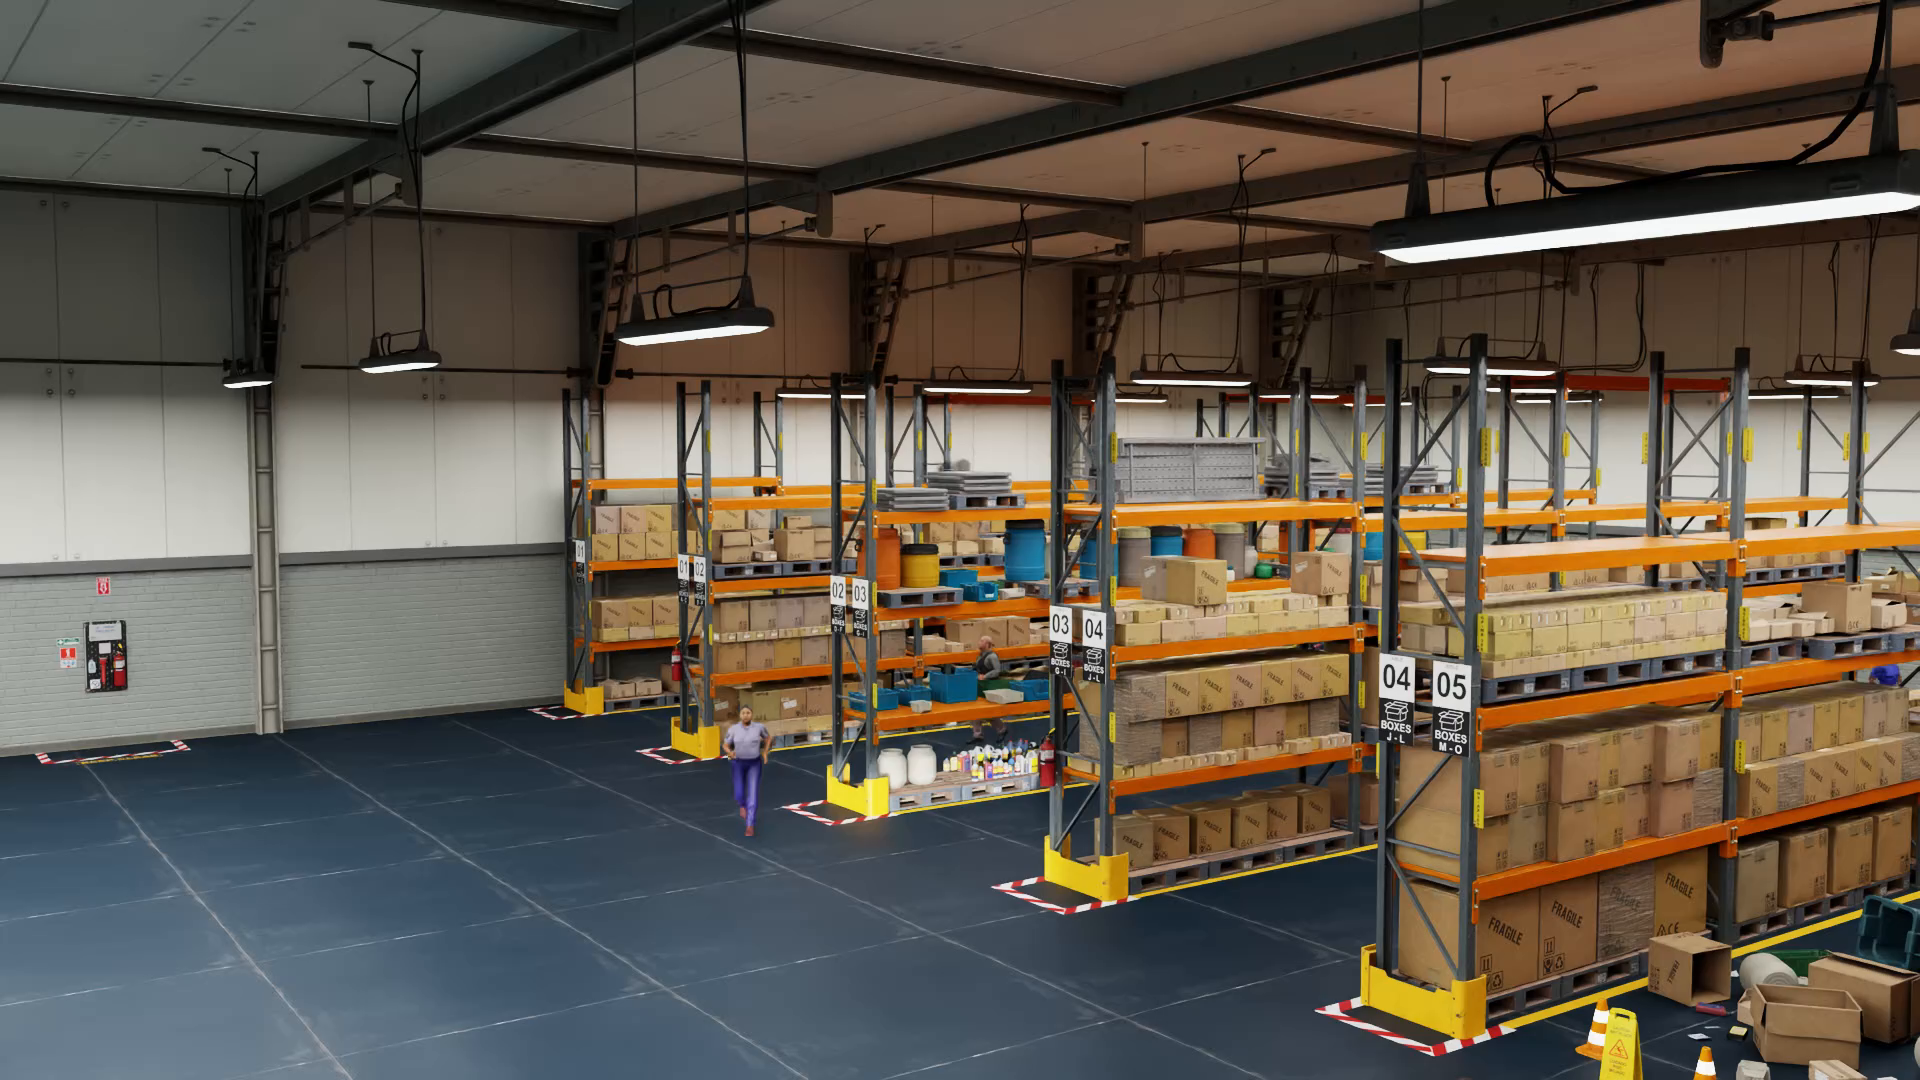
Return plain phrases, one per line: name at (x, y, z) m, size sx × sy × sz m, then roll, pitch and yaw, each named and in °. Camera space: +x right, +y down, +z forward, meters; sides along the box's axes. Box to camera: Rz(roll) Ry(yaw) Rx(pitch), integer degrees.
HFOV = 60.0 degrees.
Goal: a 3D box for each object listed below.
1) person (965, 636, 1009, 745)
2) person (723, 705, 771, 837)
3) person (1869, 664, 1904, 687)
person at (0.432, 2.371, 26.209) m, size 0.752 × 1.728 × 0.656 m, roll -2°, pitch 4°, yaw -27°
person at (-2.767, 2.997, 21.618) m, size 0.622 × 1.559 × 0.918 m, roll 0°, pitch 4°, yaw -4°
person at (15.565, 2.583, 27.951) m, size 0.618 × 1.601 × 0.525 m, roll -1°, pitch 4°, yaw -19°
